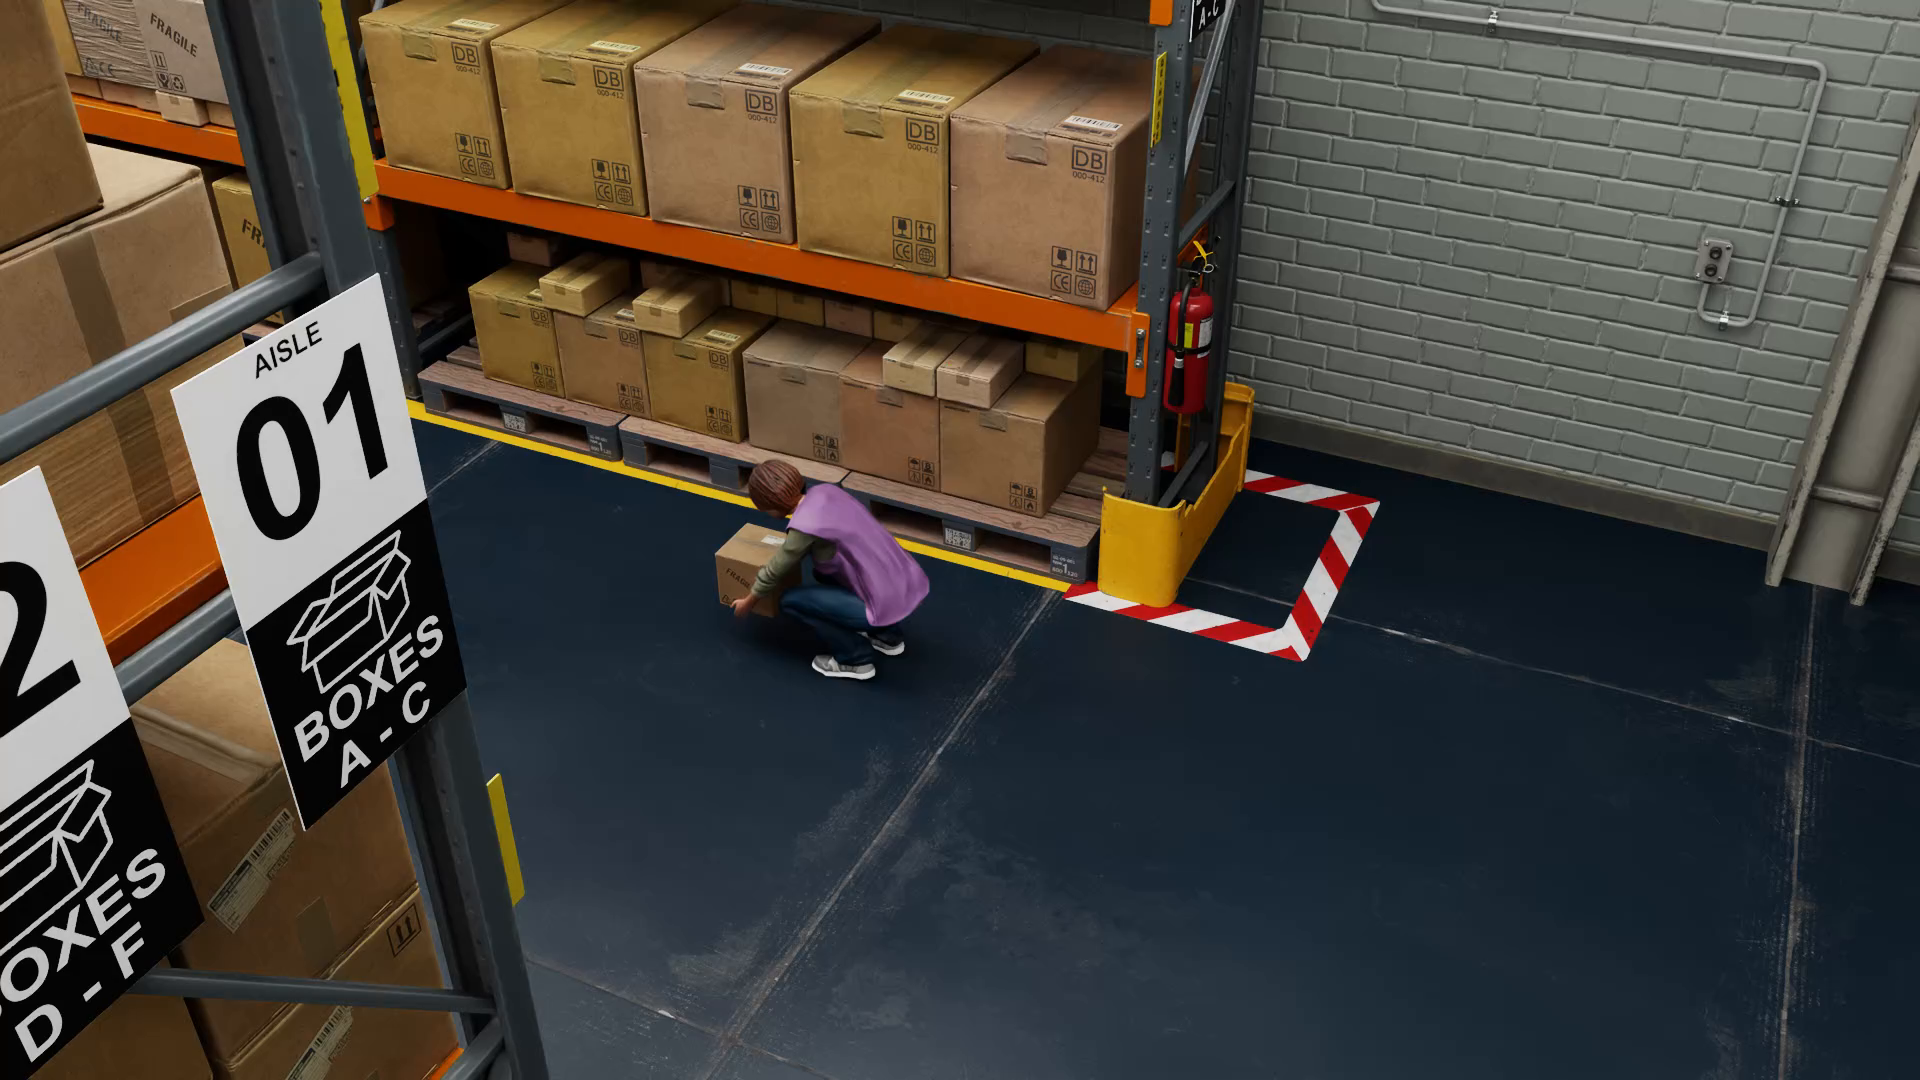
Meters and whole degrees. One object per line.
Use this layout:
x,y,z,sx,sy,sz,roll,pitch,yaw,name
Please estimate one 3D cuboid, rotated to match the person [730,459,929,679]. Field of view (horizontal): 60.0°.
-0.513,0.101,6.646,0.801,0.884,0.434,14,37,20,person
